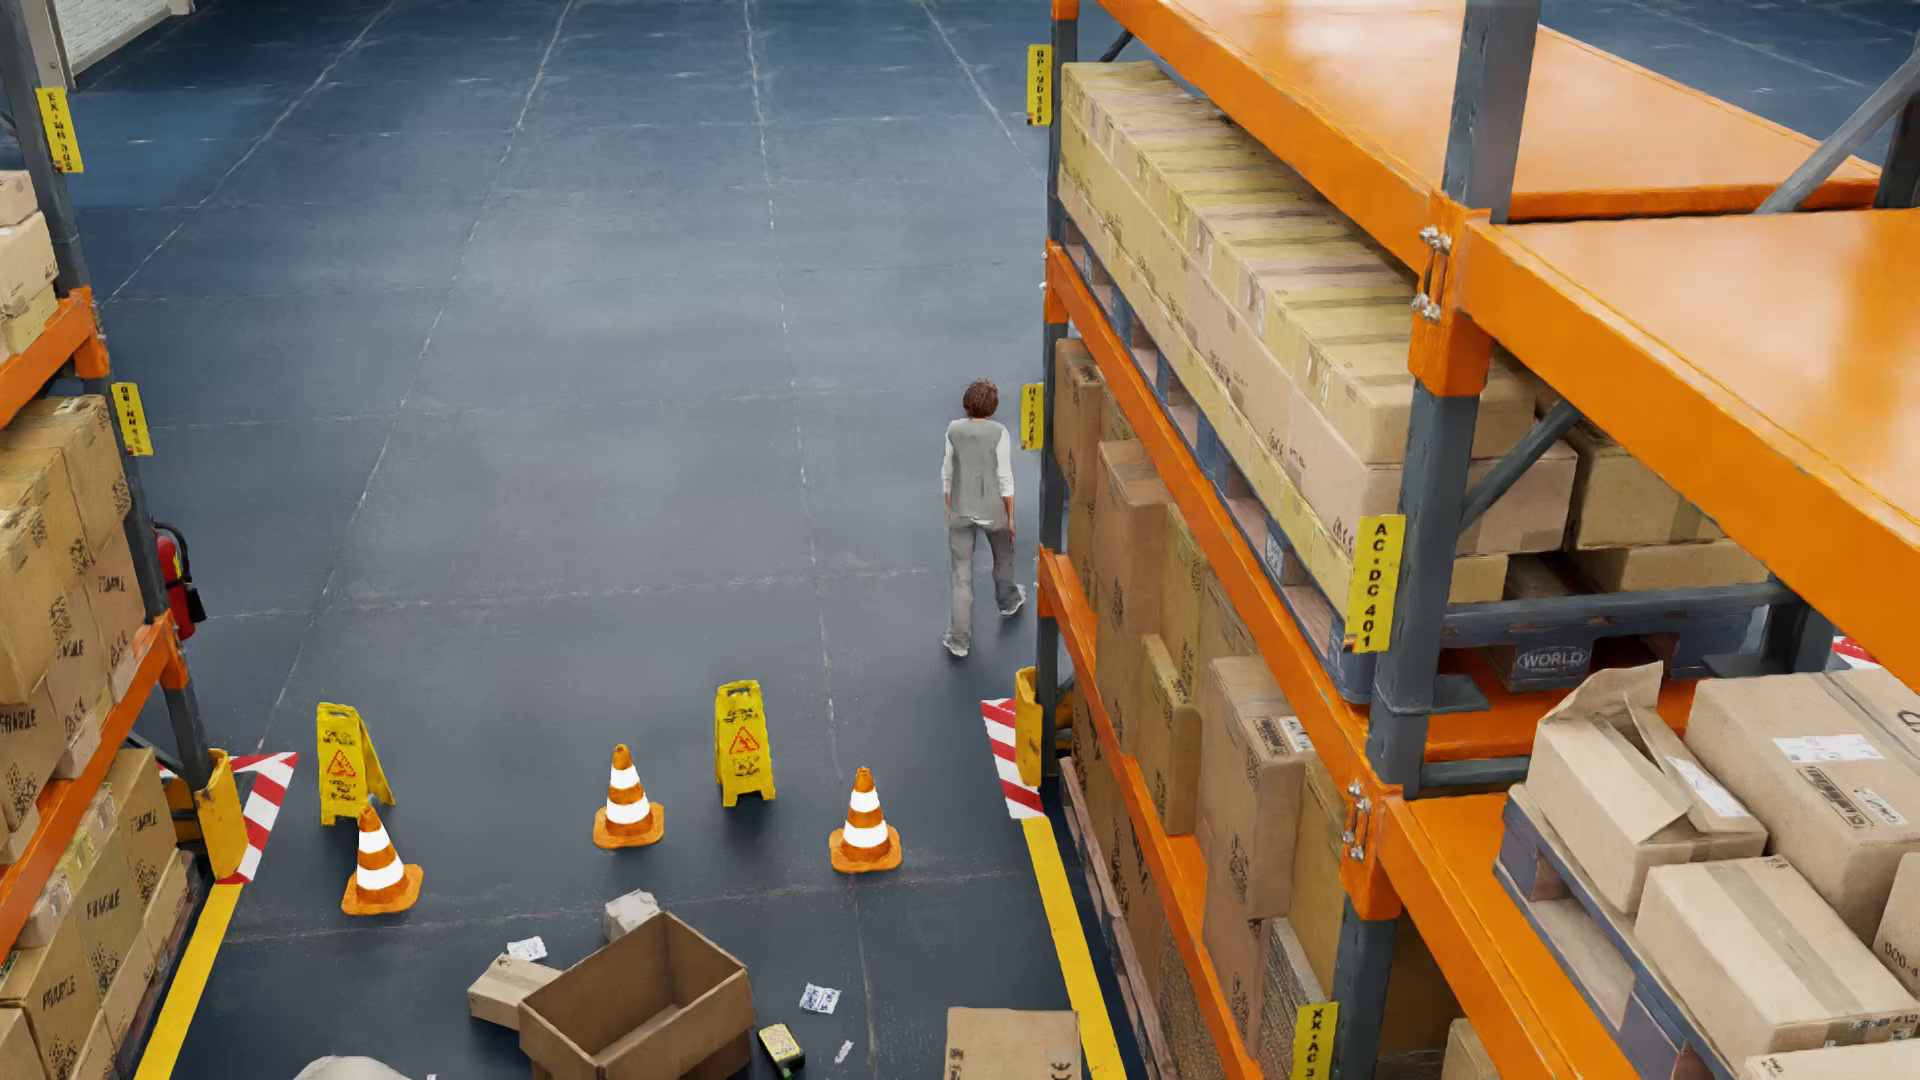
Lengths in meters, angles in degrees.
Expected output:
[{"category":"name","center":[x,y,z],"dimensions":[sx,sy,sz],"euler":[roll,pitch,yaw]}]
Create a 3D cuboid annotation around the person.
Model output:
[{"category":"person","center":[0.115,-0.185,9.437],"dimensions":[0.451,1.551,0.819],"euler":[6,28,11]}]
